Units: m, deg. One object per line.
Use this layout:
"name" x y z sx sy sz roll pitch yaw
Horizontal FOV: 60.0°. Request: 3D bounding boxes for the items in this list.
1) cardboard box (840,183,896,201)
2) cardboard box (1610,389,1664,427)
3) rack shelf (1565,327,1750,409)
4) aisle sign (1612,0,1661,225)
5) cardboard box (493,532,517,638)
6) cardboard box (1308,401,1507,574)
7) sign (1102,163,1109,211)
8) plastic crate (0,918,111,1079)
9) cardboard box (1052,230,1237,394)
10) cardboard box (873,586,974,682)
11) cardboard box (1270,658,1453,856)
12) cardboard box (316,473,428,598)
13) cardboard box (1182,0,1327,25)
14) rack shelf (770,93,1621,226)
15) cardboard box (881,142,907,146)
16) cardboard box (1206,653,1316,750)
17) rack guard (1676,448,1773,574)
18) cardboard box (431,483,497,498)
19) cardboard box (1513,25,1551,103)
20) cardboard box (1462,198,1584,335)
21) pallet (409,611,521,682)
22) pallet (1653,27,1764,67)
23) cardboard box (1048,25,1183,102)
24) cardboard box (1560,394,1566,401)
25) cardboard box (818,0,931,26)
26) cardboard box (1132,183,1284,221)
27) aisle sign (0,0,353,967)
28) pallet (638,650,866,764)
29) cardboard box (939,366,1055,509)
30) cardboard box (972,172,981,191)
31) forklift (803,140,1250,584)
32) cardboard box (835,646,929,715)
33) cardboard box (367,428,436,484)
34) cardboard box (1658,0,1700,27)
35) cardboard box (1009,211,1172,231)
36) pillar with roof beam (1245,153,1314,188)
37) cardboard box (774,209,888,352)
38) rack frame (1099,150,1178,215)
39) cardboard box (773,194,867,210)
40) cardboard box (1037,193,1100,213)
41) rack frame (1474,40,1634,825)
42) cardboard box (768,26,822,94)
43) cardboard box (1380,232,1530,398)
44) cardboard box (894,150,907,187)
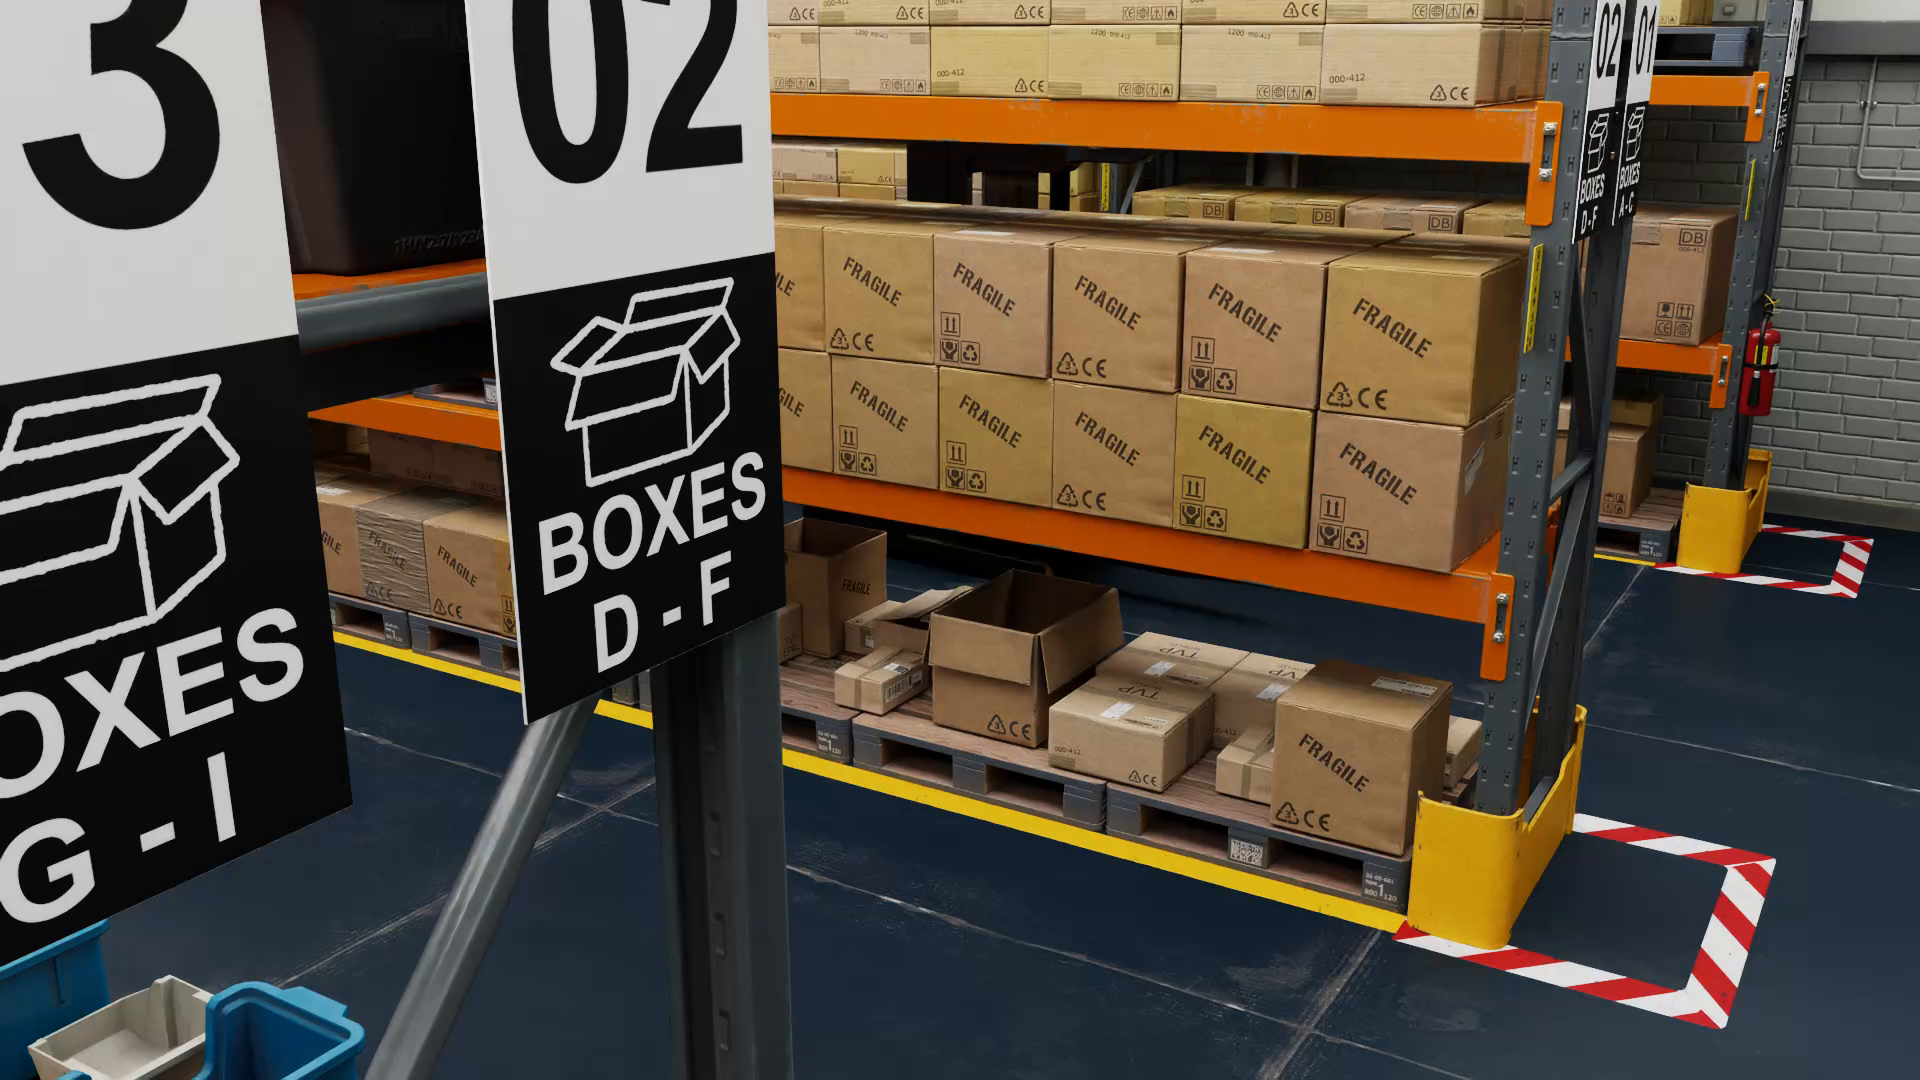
"cardboard box" -0.556 -2.446 12.555 0.500 0.500 0.500 11 20 32
"cardboard box" 4.231 -0.829 10.412 0.250 0.149 0.380 10 20 30
"rack shelf" 2.965 -1.362 10.941 4.000 0.370 1.077 10 20 30
"aisle sign" 2.292 -1.481 5.622 0.004 0.787 0.394 10 20 30
"cardboard box" -1.899 0.199 8.110 0.500 0.500 0.500 10 20 30
"cardboard box" 1.556 -0.223 5.782 0.500 0.500 0.500 11 20 32
"sign" 0.985 -2.390 11.234 0.005 0.325 0.100 10 20 30
"plastic crate" -1.676 0.784 2.824 0.300 0.233 0.416 10 20 30
"cardboard box" 0.681 -0.854 6.141 0.500 0.500 0.500 11 20 32
"cardboard box" -0.056 0.424 7.694 0.500 0.311 0.500 10 20 30
"cardboard box" 1.488 0.790 6.165 0.500 0.500 0.500 10 20 30
"cardboard box" -3.178 -0.032 8.869 0.500 0.500 0.500 9 19 28
"cardboard box" 1.082 -1.868 5.607 0.500 0.250 0.500 10 20 30
"rack shelf" 0.376 -1.570 6.464 4.000 0.370 1.077 10 20 30
"cardboard box" -0.317 -2.937 12.879 0.500 0.250 0.500 10 19 29
"cardboard box" 1.339 0.702 6.884 0.500 0.250 0.500 10 20 30
"rack guard" 4.690 -0.202 10.186 0.348 0.500 1.175 10 20 30
"cardboard box" -2.496 -0.087 9.052 0.500 0.500 0.500 10 20 31
"cardboard box" 1.775 -1.679 5.844 0.500 0.250 0.500 10 20 30
"cardboard box" 3.603 -1.728 10.394 0.700 0.700 0.980 10 20 30
"pallet" -2.042 0.437 8.579 1.213 0.211 1.003 10 20 30
"pallet" 4.031 -2.905 9.775 1.213 0.211 1.003 10 20 30
"cardboard box" 0.651 -1.702 5.921 0.500 0.250 0.500 10 20 30
"cardboard box" 3.597 -0.812 10.355 0.250 0.149 0.380 11 20 32
"cardboard box" -0.197 -2.095 6.355 0.500 0.250 0.500 10 20 30
"cardboard box" 1.714 -2.067 11.509 0.700 0.700 0.980 10 20 31
"aisle sign" -0.608 -0.108 1.105 0.004 0.787 0.394 10 20 30
"pallet" -0.744 0.656 7.858 1.213 0.211 1.003 10 20 30
"cardboard box" 0.260 -0.455 6.546 0.500 0.500 0.500 10 19 29
"cardboard box" 0.298 -2.657 11.957 0.500 0.250 0.500 11 20 31
"forklift" 0.507 -1.297 9.607 3.031 2.935 1.130 12 20 34
"cardboard box" -0.342 0.609 7.333 0.250 0.166 0.380 10 20 30
"cardboard box" -2.893 -0.518 9.180 0.500 0.250 0.500 10 19 29
"cardboard box" 3.906 -3.060 9.495 0.500 0.250 0.500 11 20 32
"cardboard box" 0.533 -1.065 6.835 0.500 0.500 0.500 10 20 30
"pillar with roof beam" 0.057 -3.922 7.811 0.400 9.000 9.100 10 20 30
"cardboard box" -0.635 -1.089 6.914 0.500 0.500 0.500 9 19 28
"rack frame" 1.261 -2.010 11.838 0.127 3.000 1.000 10 20 30
"cardboard box" -0.762 -1.296 7.595 0.500 0.500 0.500 10 20 30
"cardboard box" 0.735 -2.218 11.803 0.500 0.500 0.500 10 19 29
"rack frame" 2.080 -0.174 5.794 0.127 3.000 1.000 10 20 30
"cardboard box" -0.620 -1.934 6.684 0.500 0.250 0.500 10 20 30
"cardboard box" 1.840 -0.833 6.071 0.500 0.500 0.500 11 20 32
"cardboard box" -0.137 -2.734 12.213 0.500 0.250 0.500 11 20 31
